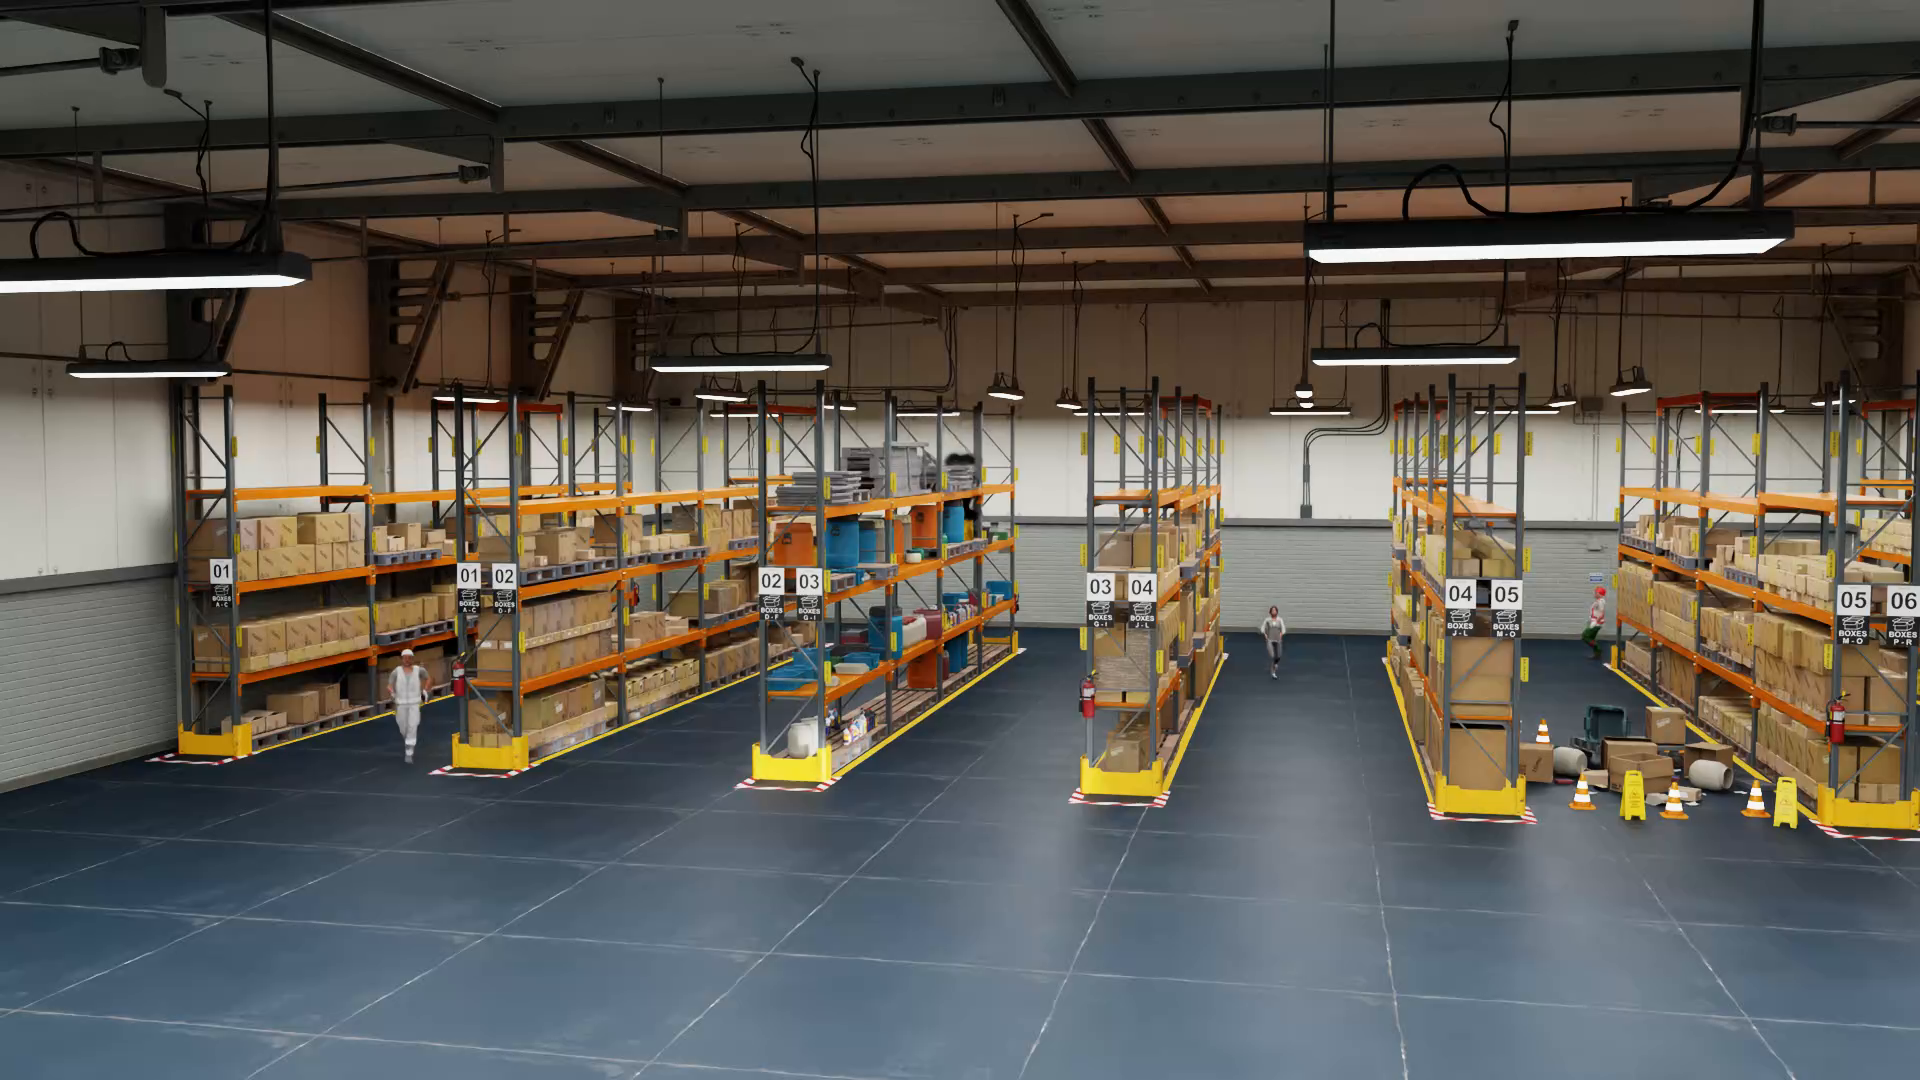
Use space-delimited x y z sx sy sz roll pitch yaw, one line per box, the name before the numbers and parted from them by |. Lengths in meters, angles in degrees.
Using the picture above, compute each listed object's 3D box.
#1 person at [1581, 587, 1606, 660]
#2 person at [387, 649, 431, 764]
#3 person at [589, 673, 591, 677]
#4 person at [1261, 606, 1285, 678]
person | 14.864 1.959 39.005 0.535 1.726 0.714 2 4 28
person | -8.822 2.636 26.629 0.660 1.795 0.916 -1 3 -14
person | -7.427 2.315 33.000 0.549 1.668 0.700 0 3 9
person | 6.805 2.204 36.148 0.537 1.549 0.582 0 3 4
